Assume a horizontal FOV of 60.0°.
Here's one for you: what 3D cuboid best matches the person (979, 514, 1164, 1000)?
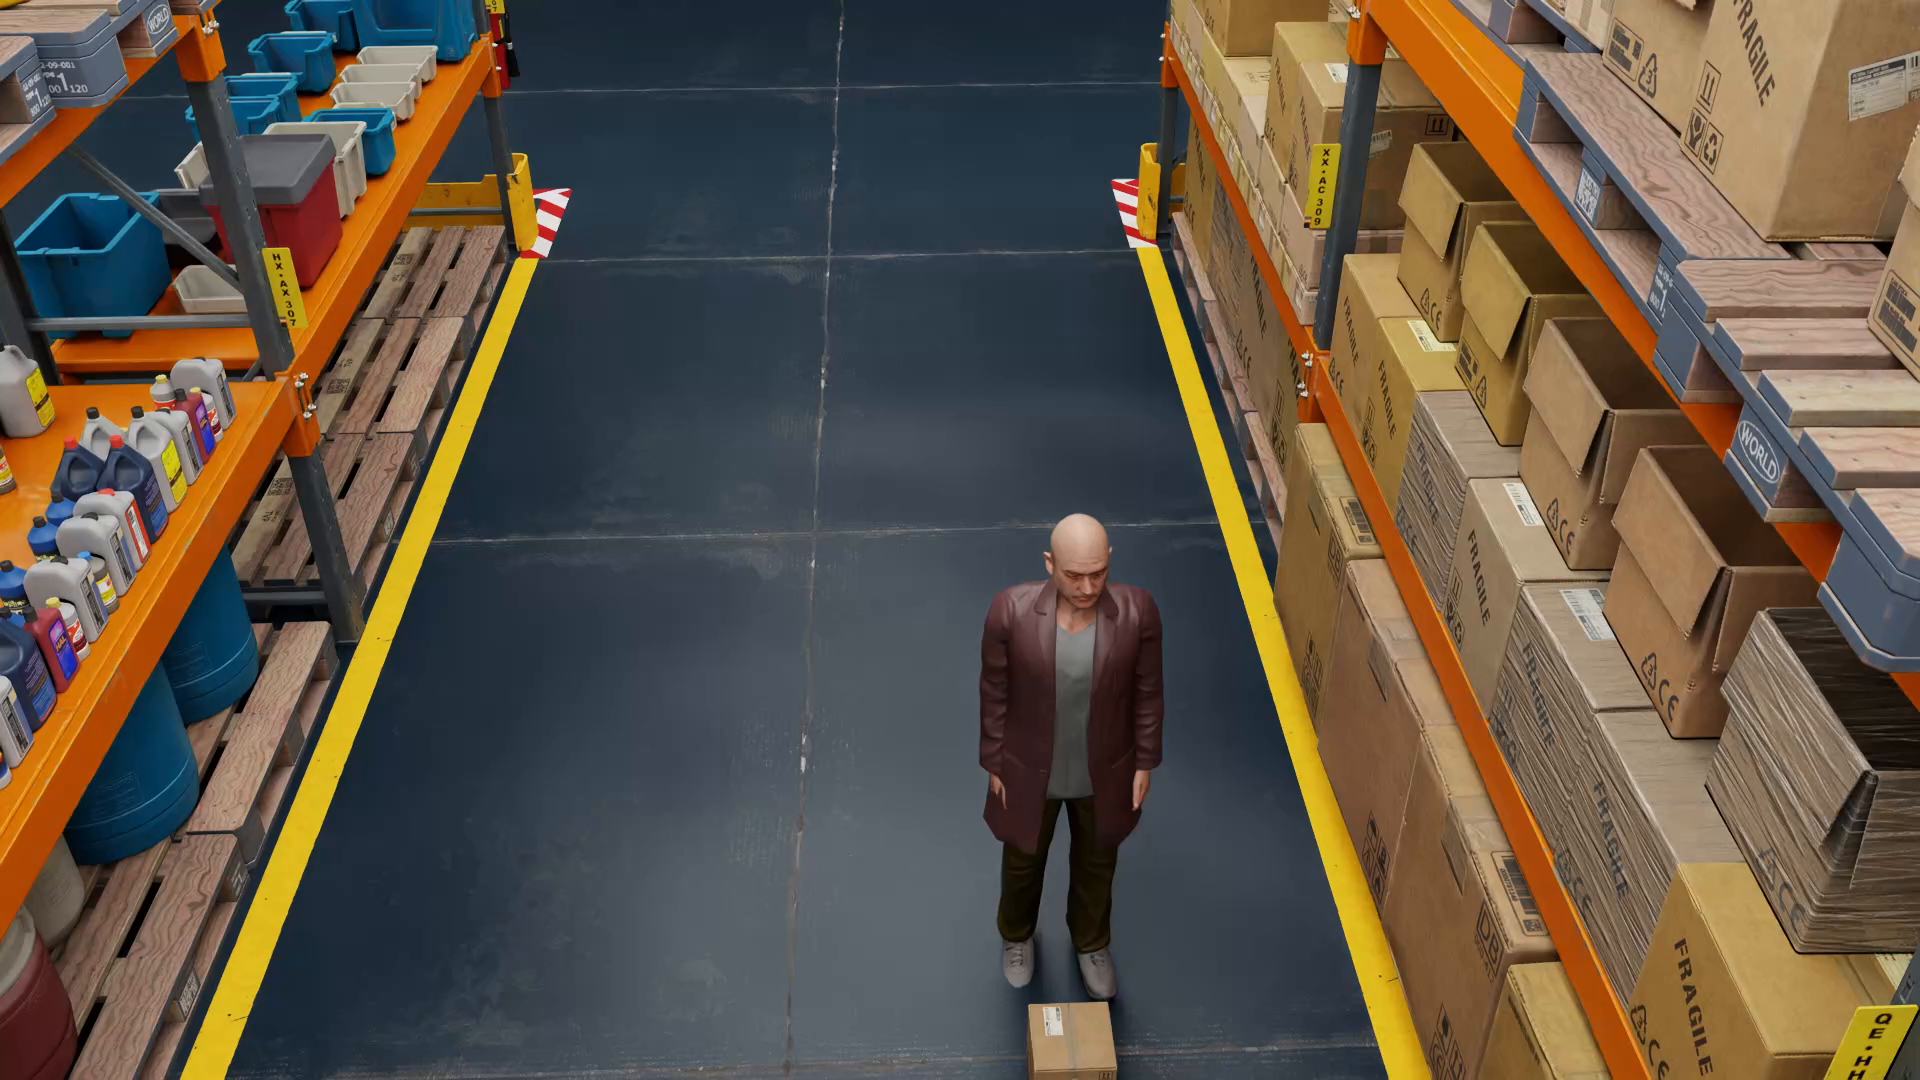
[{"bbox_3d":[0.342,0.713,5.172,0.566,1.831,0.435,-1,35,-1],"label":"person"}]
